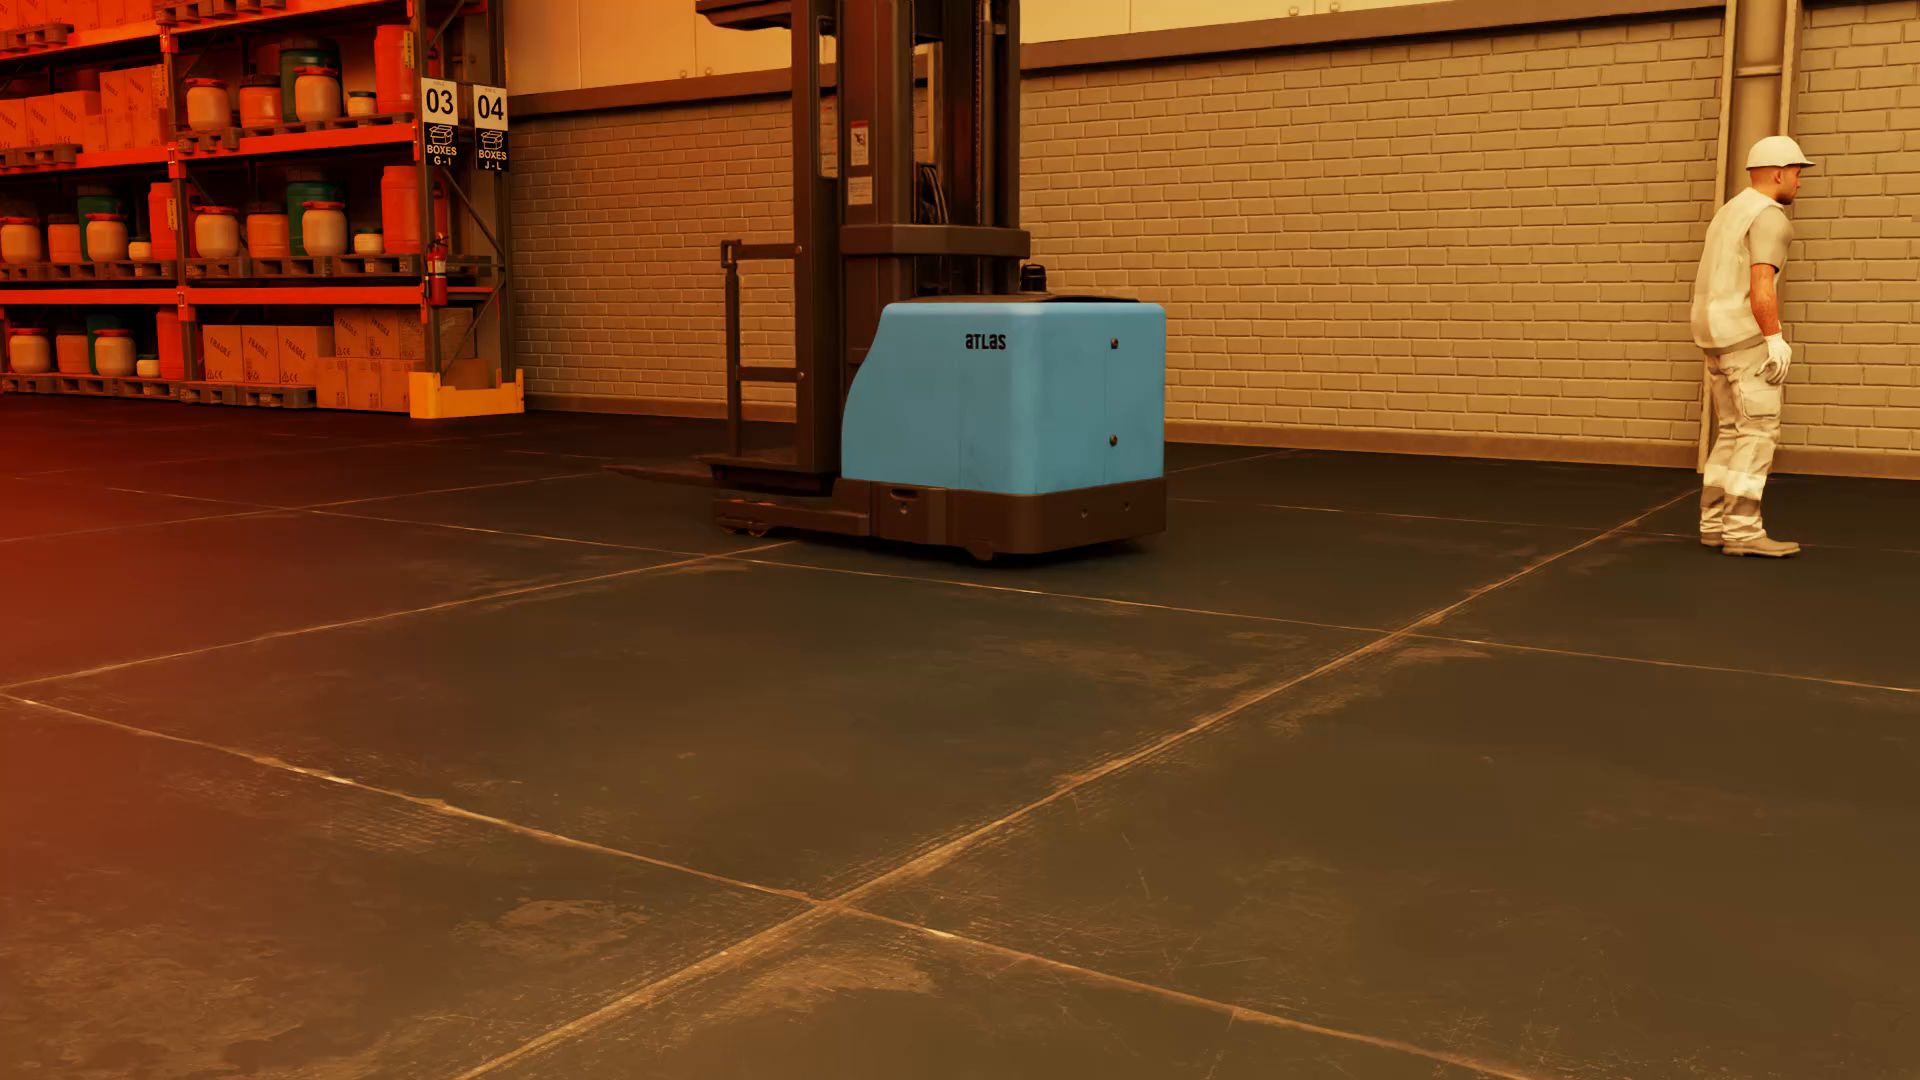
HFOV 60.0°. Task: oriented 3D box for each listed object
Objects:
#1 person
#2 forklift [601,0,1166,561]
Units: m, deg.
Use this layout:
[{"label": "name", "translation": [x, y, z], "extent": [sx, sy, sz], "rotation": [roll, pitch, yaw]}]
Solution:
[{"label": "person", "translation": [3.417, -0.836, 7.184], "extent": [0.453, 1.777, 0.607], "rotation": [1, 8, 5]}, {"label": "forklift", "translation": [-0.527, -1.511, 7.819], "extent": [3.031, 2.935, 1.130], "rotation": [7, 11, 41]}]
